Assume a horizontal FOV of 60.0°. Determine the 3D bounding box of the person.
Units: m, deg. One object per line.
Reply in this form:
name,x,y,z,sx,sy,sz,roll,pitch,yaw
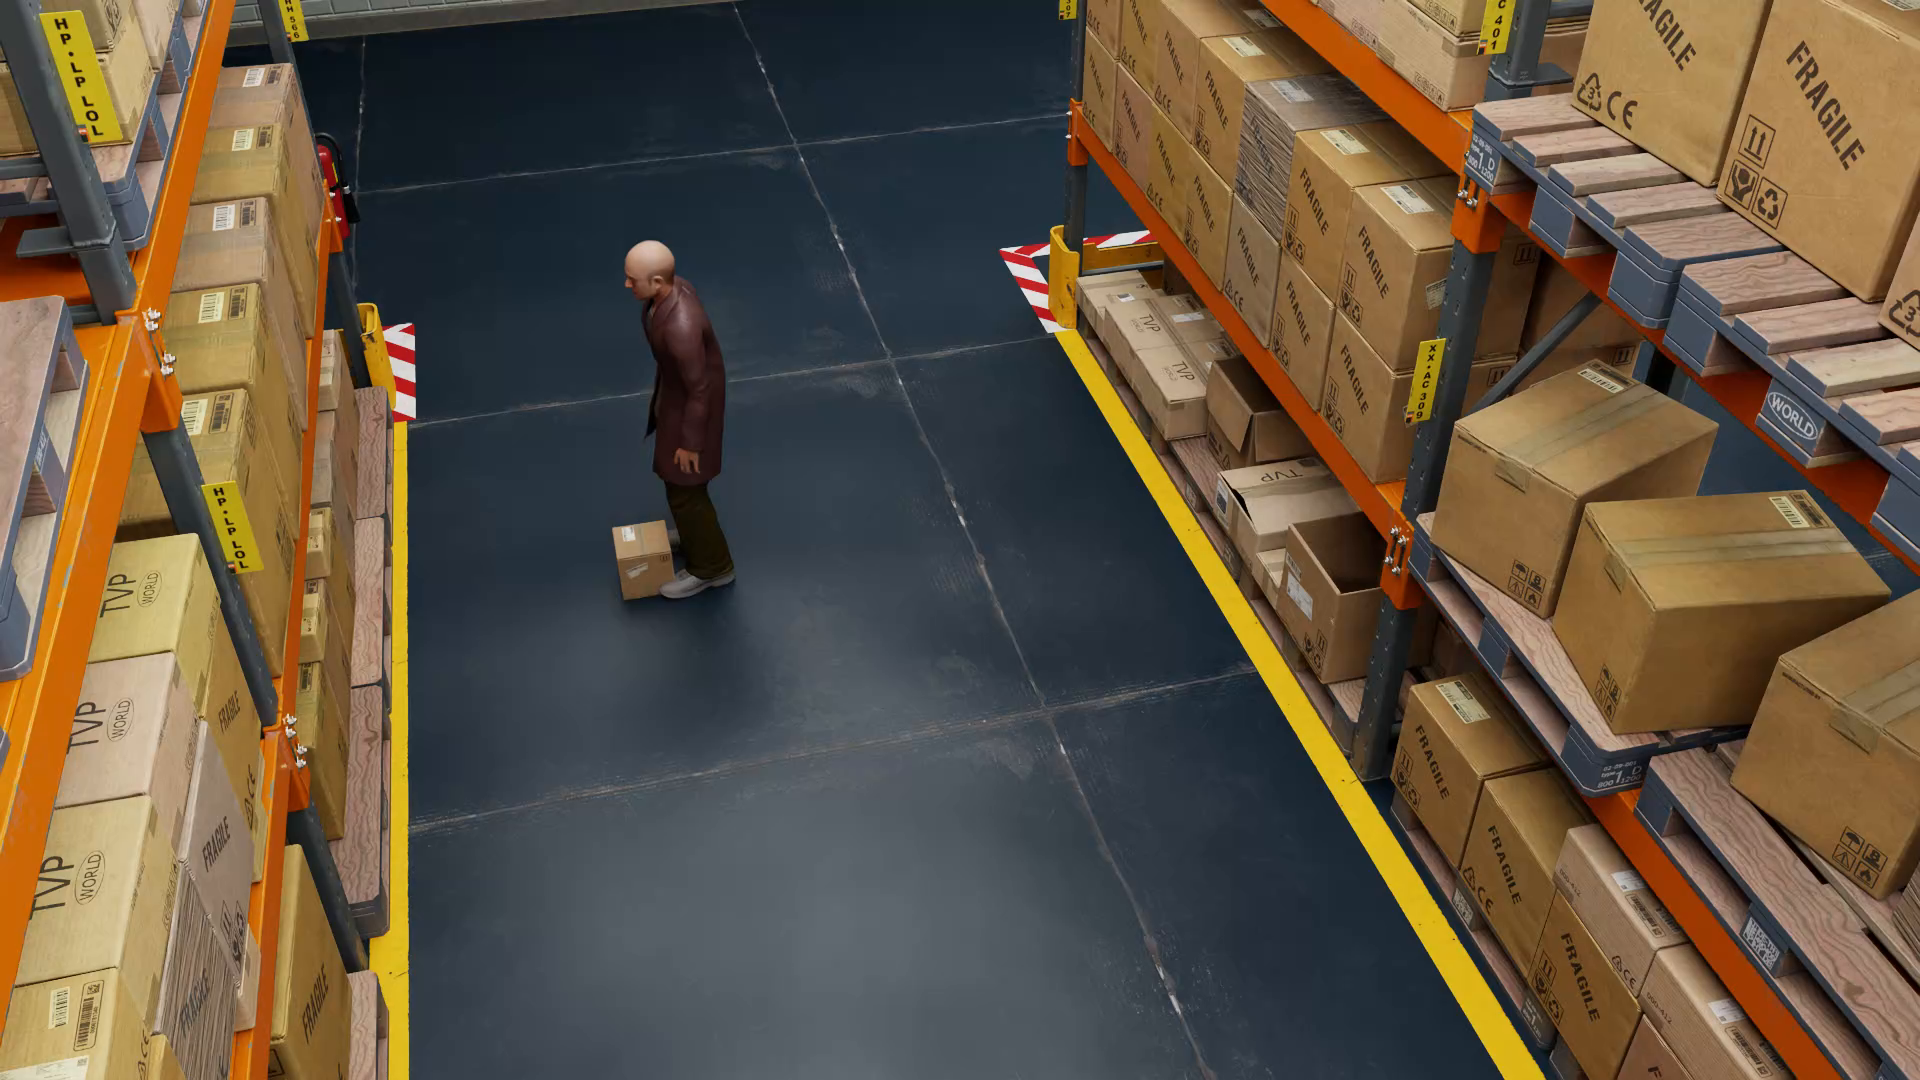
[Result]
person,-1.252,-0.551,7.442,0.429,1.772,0.643,-11,39,-14
